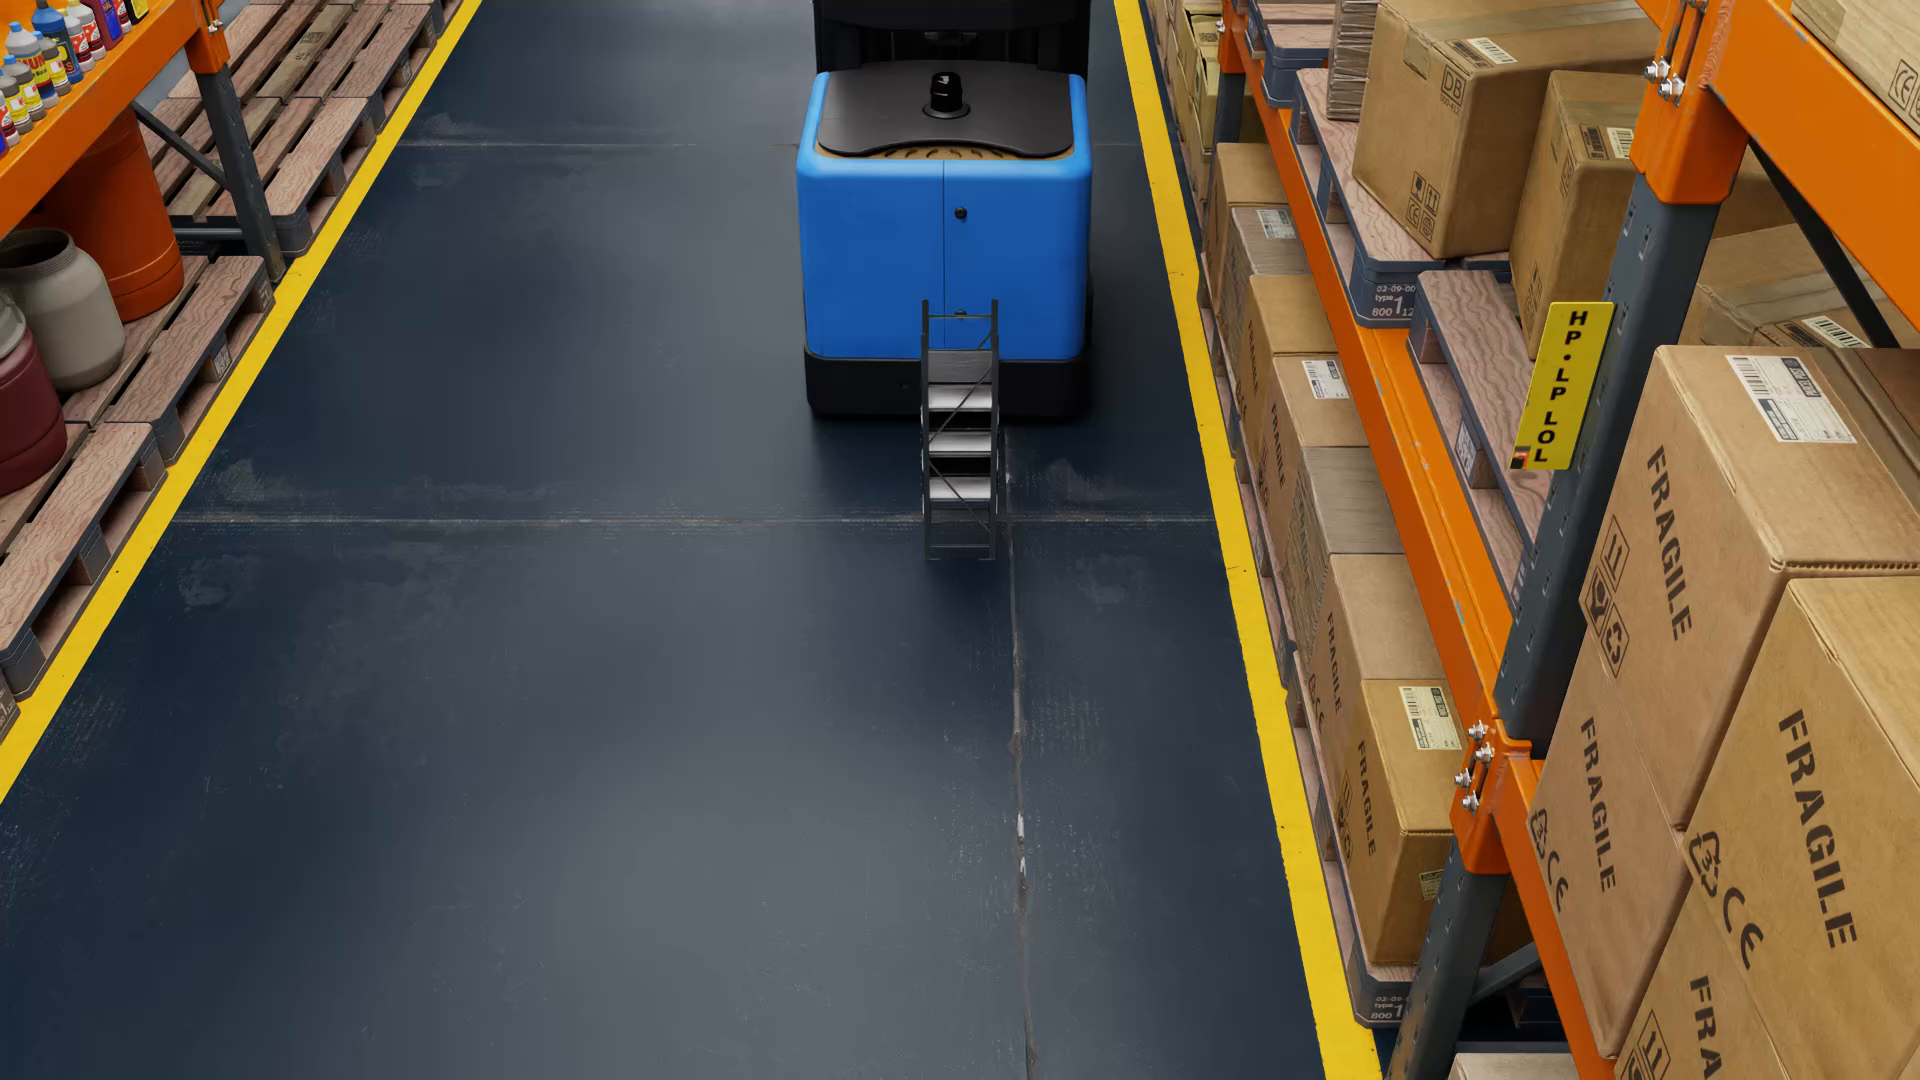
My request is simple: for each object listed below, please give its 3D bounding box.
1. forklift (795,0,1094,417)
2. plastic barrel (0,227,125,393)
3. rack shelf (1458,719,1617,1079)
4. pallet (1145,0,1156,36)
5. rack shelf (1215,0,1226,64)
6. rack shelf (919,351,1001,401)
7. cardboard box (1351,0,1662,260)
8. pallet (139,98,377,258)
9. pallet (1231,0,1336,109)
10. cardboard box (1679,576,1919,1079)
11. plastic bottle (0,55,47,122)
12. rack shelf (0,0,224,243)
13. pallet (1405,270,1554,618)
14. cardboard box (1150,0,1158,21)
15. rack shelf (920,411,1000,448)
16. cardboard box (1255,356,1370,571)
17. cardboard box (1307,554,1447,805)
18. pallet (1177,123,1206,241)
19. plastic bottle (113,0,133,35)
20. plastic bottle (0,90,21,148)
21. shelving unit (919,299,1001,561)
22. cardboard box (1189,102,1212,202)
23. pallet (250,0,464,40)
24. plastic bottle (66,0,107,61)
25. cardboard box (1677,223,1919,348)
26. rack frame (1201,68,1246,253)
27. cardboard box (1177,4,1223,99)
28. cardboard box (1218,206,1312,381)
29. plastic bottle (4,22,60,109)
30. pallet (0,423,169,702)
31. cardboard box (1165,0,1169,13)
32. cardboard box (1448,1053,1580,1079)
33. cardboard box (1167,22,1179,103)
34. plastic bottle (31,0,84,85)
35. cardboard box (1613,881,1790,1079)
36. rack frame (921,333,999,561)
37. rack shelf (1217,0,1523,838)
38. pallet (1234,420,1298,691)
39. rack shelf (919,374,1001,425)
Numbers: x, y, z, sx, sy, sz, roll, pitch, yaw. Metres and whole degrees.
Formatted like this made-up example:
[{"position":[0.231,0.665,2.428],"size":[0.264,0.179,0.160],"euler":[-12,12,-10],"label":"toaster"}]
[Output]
[{"position":[-0.026,-2.500,6.526],"size":[1.130,2.935,3.031],"euler":[1,39,1],"label":"forklift"},{"position":[-3.309,-0.834,6.045],"size":[0.421,0.512,0.421],"euler":[0,39,0],"label":"plastic barrel"},{"position":[1.544,1.732,1.765],"size":[1.077,0.370,4.000],"euler":[0,39,0],"label":"rack shelf"},{"position":[1.572,-3.253,9.641],"size":[1.003,0.211,1.213],"euler":[0,39,0],"label":"pallet"},{"position":[1.535,-3.271,8.008],"size":[1.077,0.370,4.000],"euler":[0,39,0],"label":"rack shelf"},{"position":[0.000,-0.531,5.314],"size":[0.258,0.077,0.200],"euler":[0,39,0],"label":"rack shelf"},{"position":[1.478,-1.107,4.317],"size":[0.700,0.500,0.500],"euler":[-9,40,-11],"label":"cardboard box"},{"position":[-3.378,-1.696,7.697],"size":[1.003,0.211,1.213],"euler":[0,39,0],"label":"pallet"},{"position":[1.608,-1.802,5.754],"size":[1.213,0.211,1.003],"euler":[0,39,0],"label":"pallet"},{"position":[1.262,0.389,1.987],"size":[0.500,0.500,0.500],"euler":[-1,39,-1],"label":"cardboard box"},{"position":[-3.006,-1.449,5.318],"size":[0.097,0.201,0.097],"euler":[0,39,0],"label":"plastic bottle"},{"position":[-3.414,-0.768,4.885],"size":[1.077,0.370,4.000],"euler":[0,39,0],"label":"rack shelf"},{"position":[1.650,-0.224,3.785],"size":[1.003,0.211,1.213],"euler":[0,39,0],"label":"pallet"},{"position":[1.288,-2.997,8.954],"size":[0.500,0.250,0.500],"euler":[-1,39,-1],"label":"cardboard box"},{"position":[0.000,-0.390,5.427],"size":[0.258,0.077,0.200],"euler":[0,39,0],"label":"rack shelf"},{"position":[1.259,-0.245,5.304],"size":[0.500,0.500,0.500],"euler":[-1,39,-2],"label":"cardboard box"},{"position":[1.262,0.387,4.516],"size":[0.500,0.500,0.500],"euler":[0,39,0],"label":"cardboard box"},{"position":[1.575,-1.728,7.737],"size":[1.003,0.211,1.213],"euler":[0,39,0],"label":"pallet"},{"position":[-3.007,-1.897,5.878],"size":[0.097,0.201,0.097],"euler":[0,39,0],"label":"plastic bottle"},{"position":[-3.006,-1.327,5.166],"size":[0.097,0.201,0.097],"euler":[0,39,0],"label":"plastic bottle"},{"position":[0.000,-0.346,5.462],"size":[0.258,0.900,0.210],"euler":[0,39,0],"label":"shelving unit"},{"position":[1.293,-1.721,7.361],"size":[0.500,0.250,0.500],"euler":[1,39,1],"label":"cardboard box"},{"position":[-3.381,-3.222,9.602],"size":[1.003,0.211,1.213],"euler":[0,39,0],"label":"pallet"},{"position":[-3.007,-1.753,5.698],"size":[0.097,0.201,0.097],"euler":[0,39,0],"label":"plastic bottle"},{"position":[1.765,-0.299,3.308],"size":[0.700,0.500,0.500],"euler":[-13,40,-15],"label":"cardboard box"},{"position":[1.537,-2.301,6.222],"size":[1.000,3.000,0.127],"euler":[0,39,0],"label":"rack frame"},{"position":[1.283,-2.263,7.590],"size":[0.500,0.311,0.500],"euler":[-1,39,-1],"label":"cardboard box"},{"position":[1.258,-0.885,6.103],"size":[0.500,0.500,0.500],"euler":[-1,39,-2],"label":"cardboard box"},{"position":[-3.007,-1.537,5.372],"size":[0.097,0.271,0.097],"euler":[0,39,0],"label":"plastic bottle"},{"position":[-3.375,0.043,5.528],"size":[1.003,0.211,1.213],"euler":[0,39,0],"label":"pallet"},{"position":[1.287,-2.892,8.375],"size":[0.500,0.311,0.500],"euler":[1,39,1],"label":"cardboard box"},{"position":[1.326,1.341,3.477],"size":[0.500,0.311,0.500],"euler":[0,39,0],"label":"cardboard box"},{"position":[1.291,-2.357,8.156],"size":[0.500,0.250,0.500],"euler":[1,39,1],"label":"cardboard box"},{"position":[-3.007,-1.659,5.524],"size":[0.097,0.271,0.097],"euler":[0,39,0],"label":"plastic bottle"},{"position":[1.274,0.801,2.272],"size":[0.500,0.500,0.500],"euler":[1,39,1],"label":"cardboard box"},{"position":[0.000,-0.282,5.383],"size":[0.240,0.900,0.006],"euler":[0,39,0],"label":"rack frame"},{"position":[1.539,-0.769,4.887],"size":[1.077,0.370,4.000],"euler":[0,39,0],"label":"rack shelf"},{"position":[1.499,0.015,5.562],"size":[1.003,0.211,1.213],"euler":[0,39,0],"label":"pallet"},{"position":[0.000,-0.461,5.371],"size":[0.258,0.077,0.200],"euler":[0,39,0],"label":"rack shelf"}]
